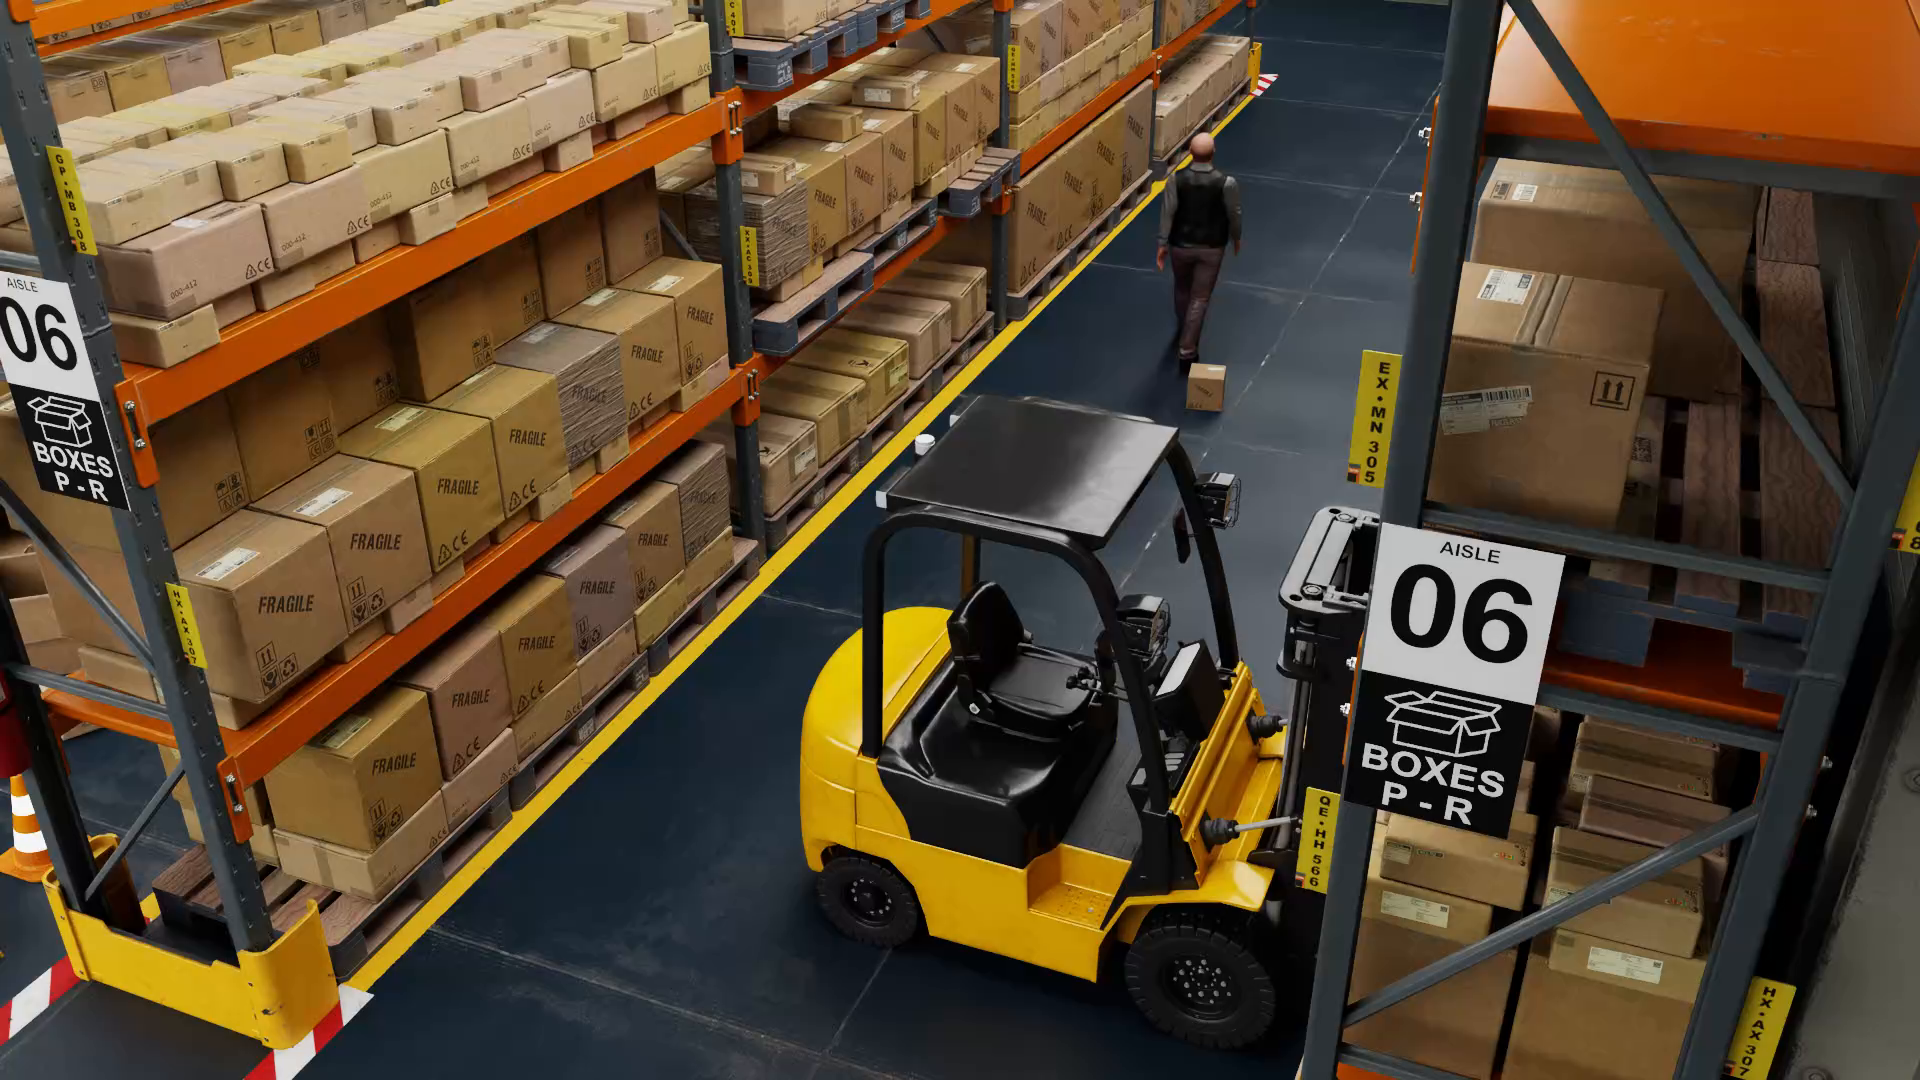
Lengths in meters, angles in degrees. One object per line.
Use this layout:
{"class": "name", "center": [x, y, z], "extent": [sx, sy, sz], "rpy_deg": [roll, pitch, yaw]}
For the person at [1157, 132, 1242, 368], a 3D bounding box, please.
{"class": "person", "center": [1.788, -2.208, 12.302], "extent": [0.575, 1.674, 0.962], "rpy_deg": [10, 31, 17]}
